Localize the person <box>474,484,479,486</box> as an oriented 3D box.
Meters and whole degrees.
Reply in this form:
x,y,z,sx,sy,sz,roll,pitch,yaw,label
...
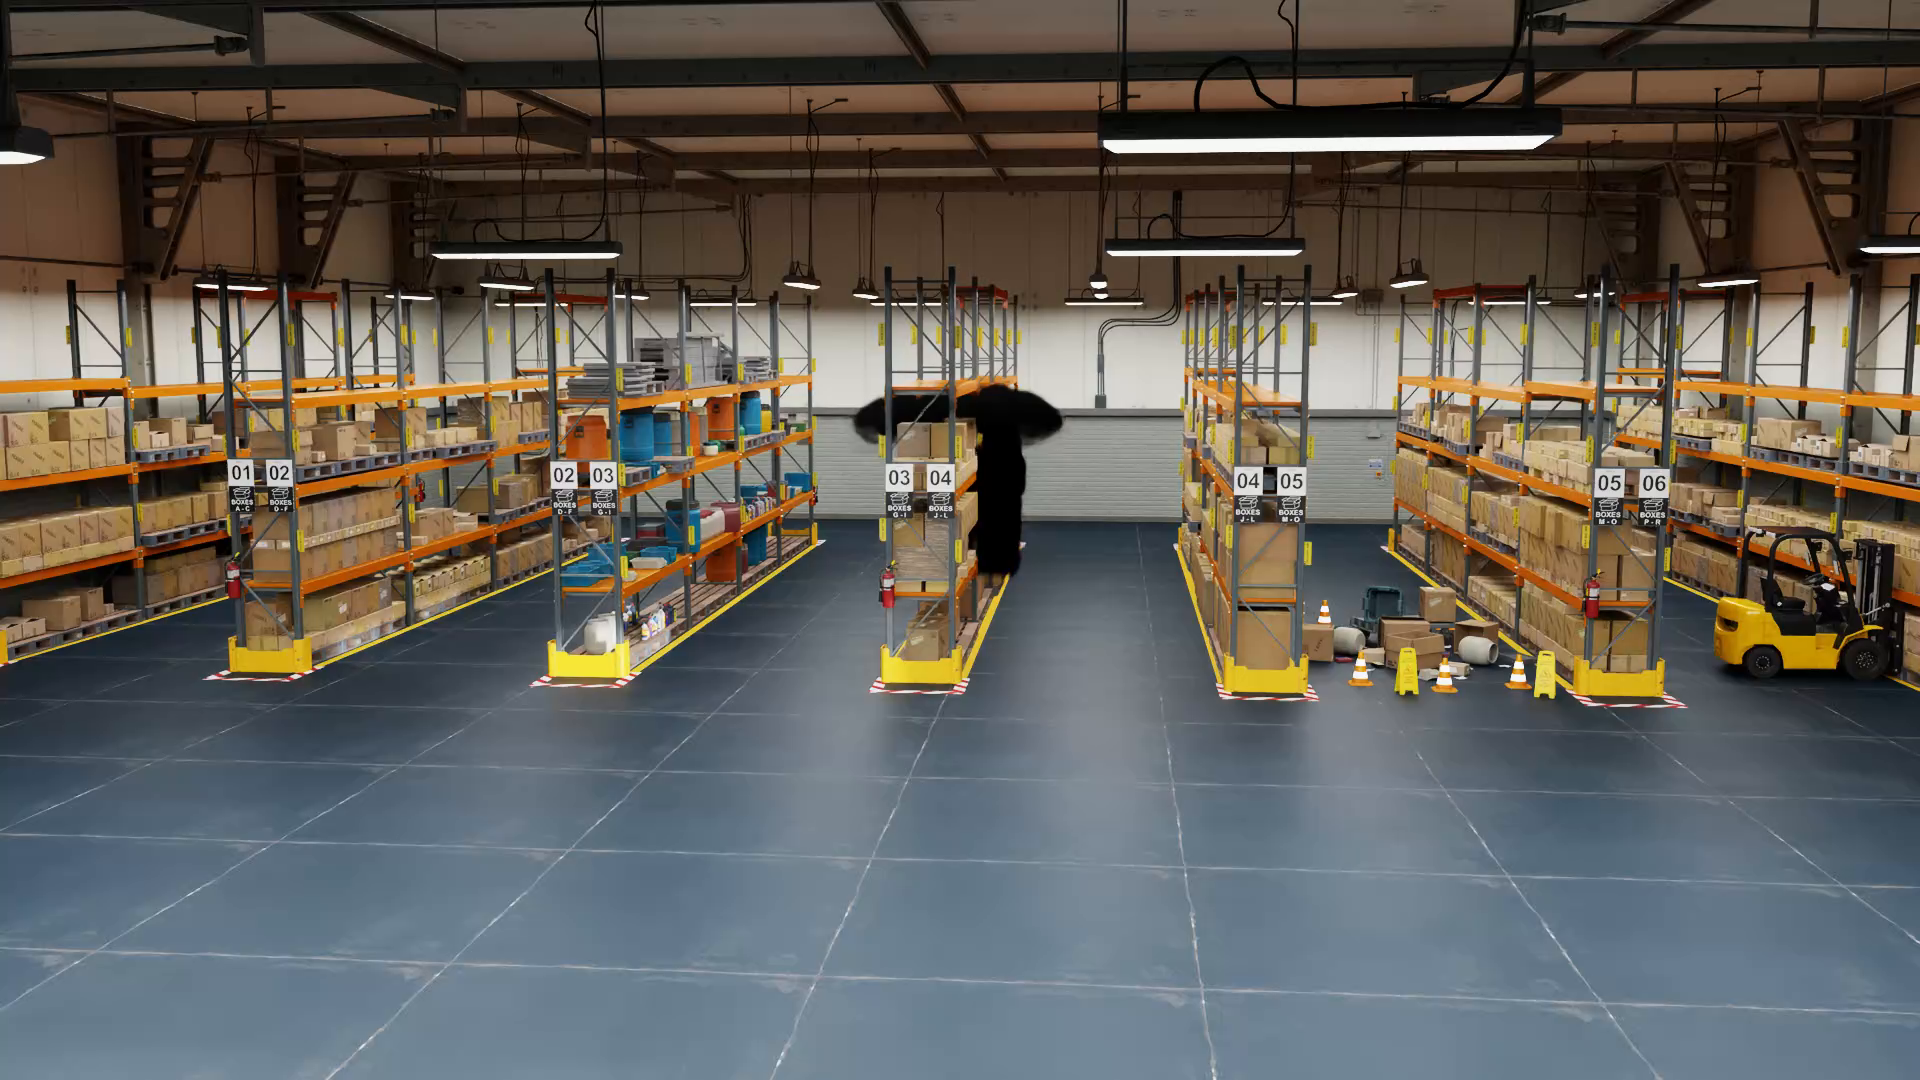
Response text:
x,y,z,sx,sy,sz,roll,pitch,yaw,label
-11.331,-0.549,39.366,0.570,1.561,0.808,-1,7,-7,person

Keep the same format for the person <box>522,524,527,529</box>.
x,y,z,sx,sy,sz,roll,pitch,yaw,label
-11.445,-0.960,42.901,1.002,1.515,0.623,4,8,33,person
